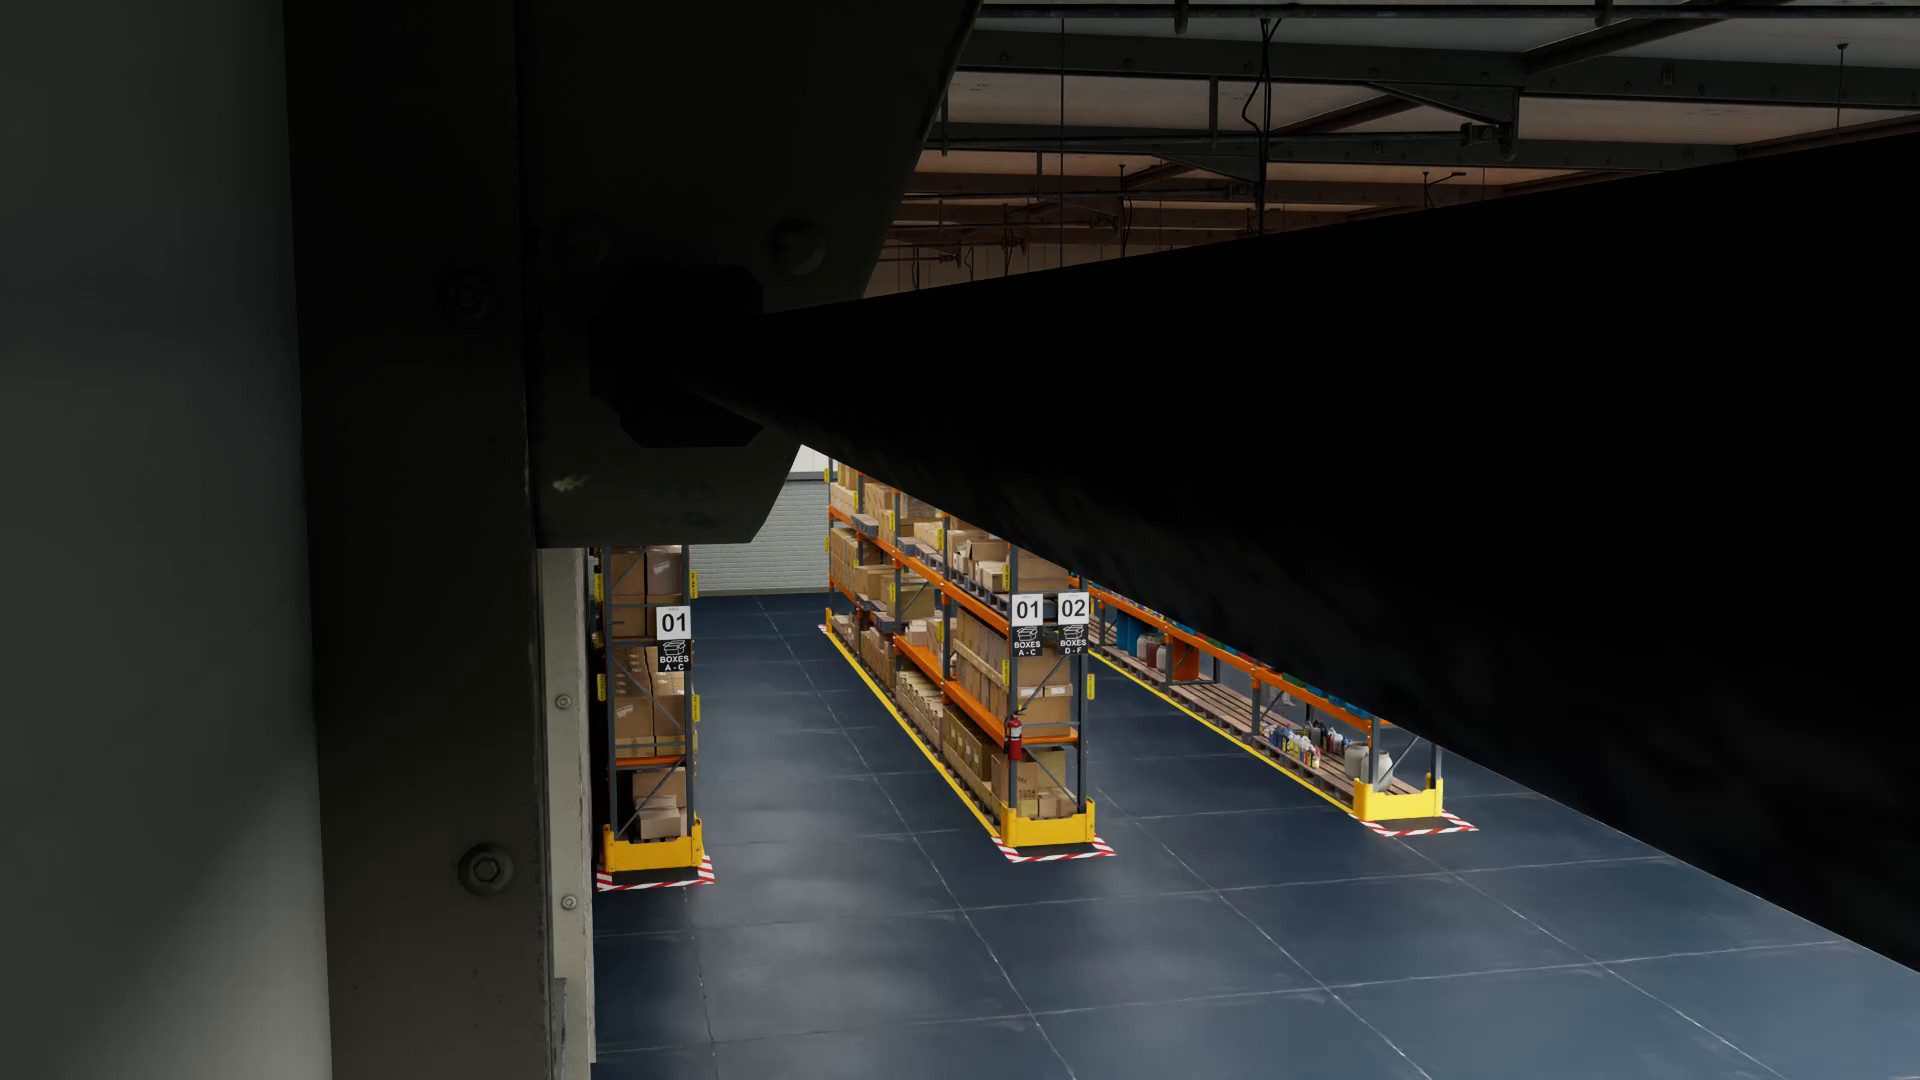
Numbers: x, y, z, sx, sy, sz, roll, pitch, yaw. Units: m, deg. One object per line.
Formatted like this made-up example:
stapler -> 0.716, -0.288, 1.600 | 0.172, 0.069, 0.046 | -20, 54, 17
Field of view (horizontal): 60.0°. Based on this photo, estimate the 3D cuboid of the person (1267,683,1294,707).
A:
person -> 5.541, 2.022, 29.020 | 0.602, 1.805, 0.452 | 1, 7, 8
